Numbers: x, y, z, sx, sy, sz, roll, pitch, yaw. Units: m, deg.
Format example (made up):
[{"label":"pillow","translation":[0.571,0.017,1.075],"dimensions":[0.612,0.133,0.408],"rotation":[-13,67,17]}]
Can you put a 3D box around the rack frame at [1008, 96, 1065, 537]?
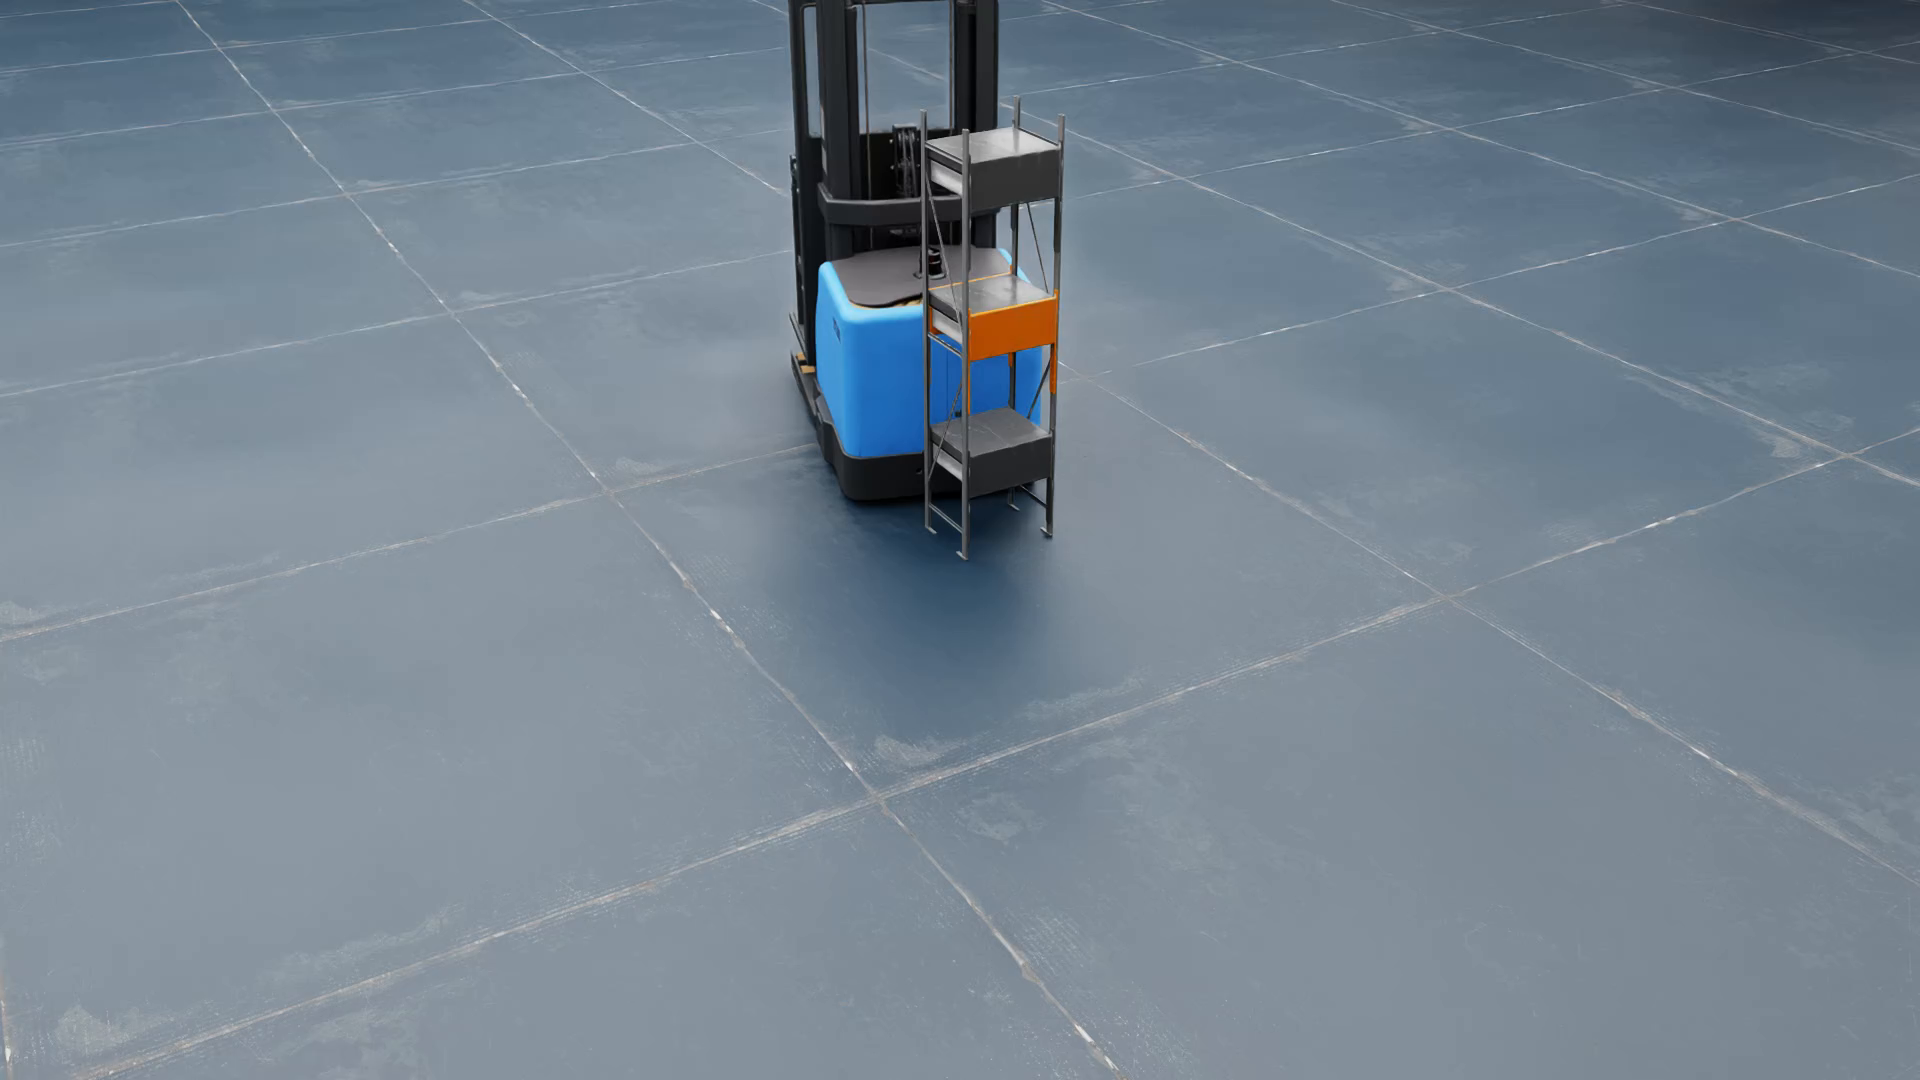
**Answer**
[{"label":"rack frame","translation":[0.353,-1.020,7.924],"dimensions":[0.015,2.100,0.400],"rotation":[-16,33,-26]}]

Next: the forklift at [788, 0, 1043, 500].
[{"label":"forklift","translation":[-0.394,-2.180,9.167],"dimensions":[1.130,2.935,3.031],"rotation":[-6,30,-11]}]

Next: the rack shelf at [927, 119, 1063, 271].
[{"label":"rack shelf","translation":[0.143,-1.561,7.484],"dimensions":[0.480,0.518,0.431],"rotation":[-16,33,-26]}]

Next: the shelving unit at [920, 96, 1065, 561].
[{"label":"shelving unit","translation":[0.143,-0.960,7.816],"dimensions":[0.503,2.100,0.431],"rotation":[-16,33,-26]}]

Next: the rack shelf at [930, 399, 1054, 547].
[{"label":"rack shelf","translation":[0.143,-0.335,8.161],"dimensions":[0.480,0.518,0.431],"rotation":[-16,33,-26]}]

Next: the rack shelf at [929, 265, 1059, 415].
[{"label":"rack shelf","translation":[0.143,-0.948,7.823],"dimensions":[0.480,0.518,0.431],"rotation":[-16,33,-26]}]

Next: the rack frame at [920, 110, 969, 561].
[{"label":"rack frame","translation":[-0.068,-0.900,7.708],"dimensions":[0.015,2.100,0.400],"rotation":[-16,33,-26]}]
